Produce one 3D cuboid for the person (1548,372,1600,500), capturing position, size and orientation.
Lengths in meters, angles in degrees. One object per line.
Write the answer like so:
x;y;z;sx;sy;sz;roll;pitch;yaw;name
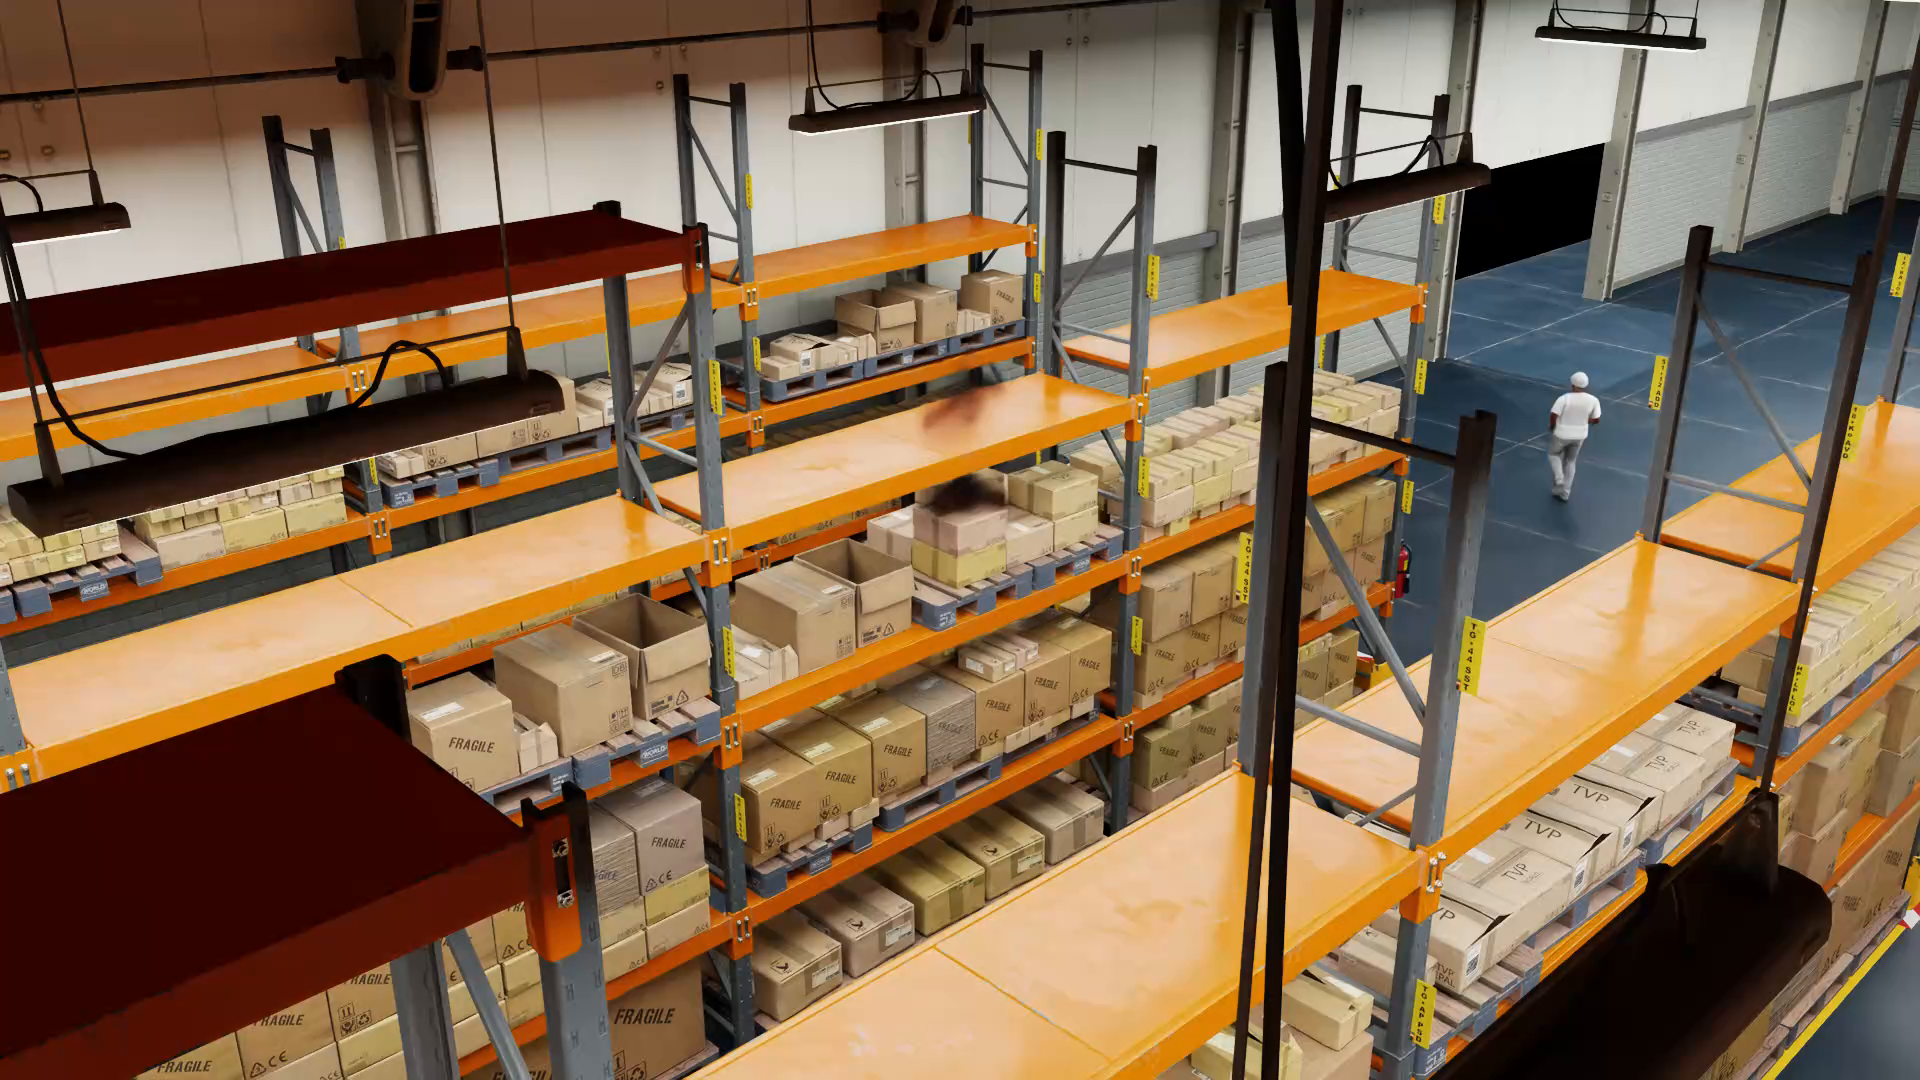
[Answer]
8.046;-1.413;21.995;0.688;1.720;0.582;2;23;4;person
